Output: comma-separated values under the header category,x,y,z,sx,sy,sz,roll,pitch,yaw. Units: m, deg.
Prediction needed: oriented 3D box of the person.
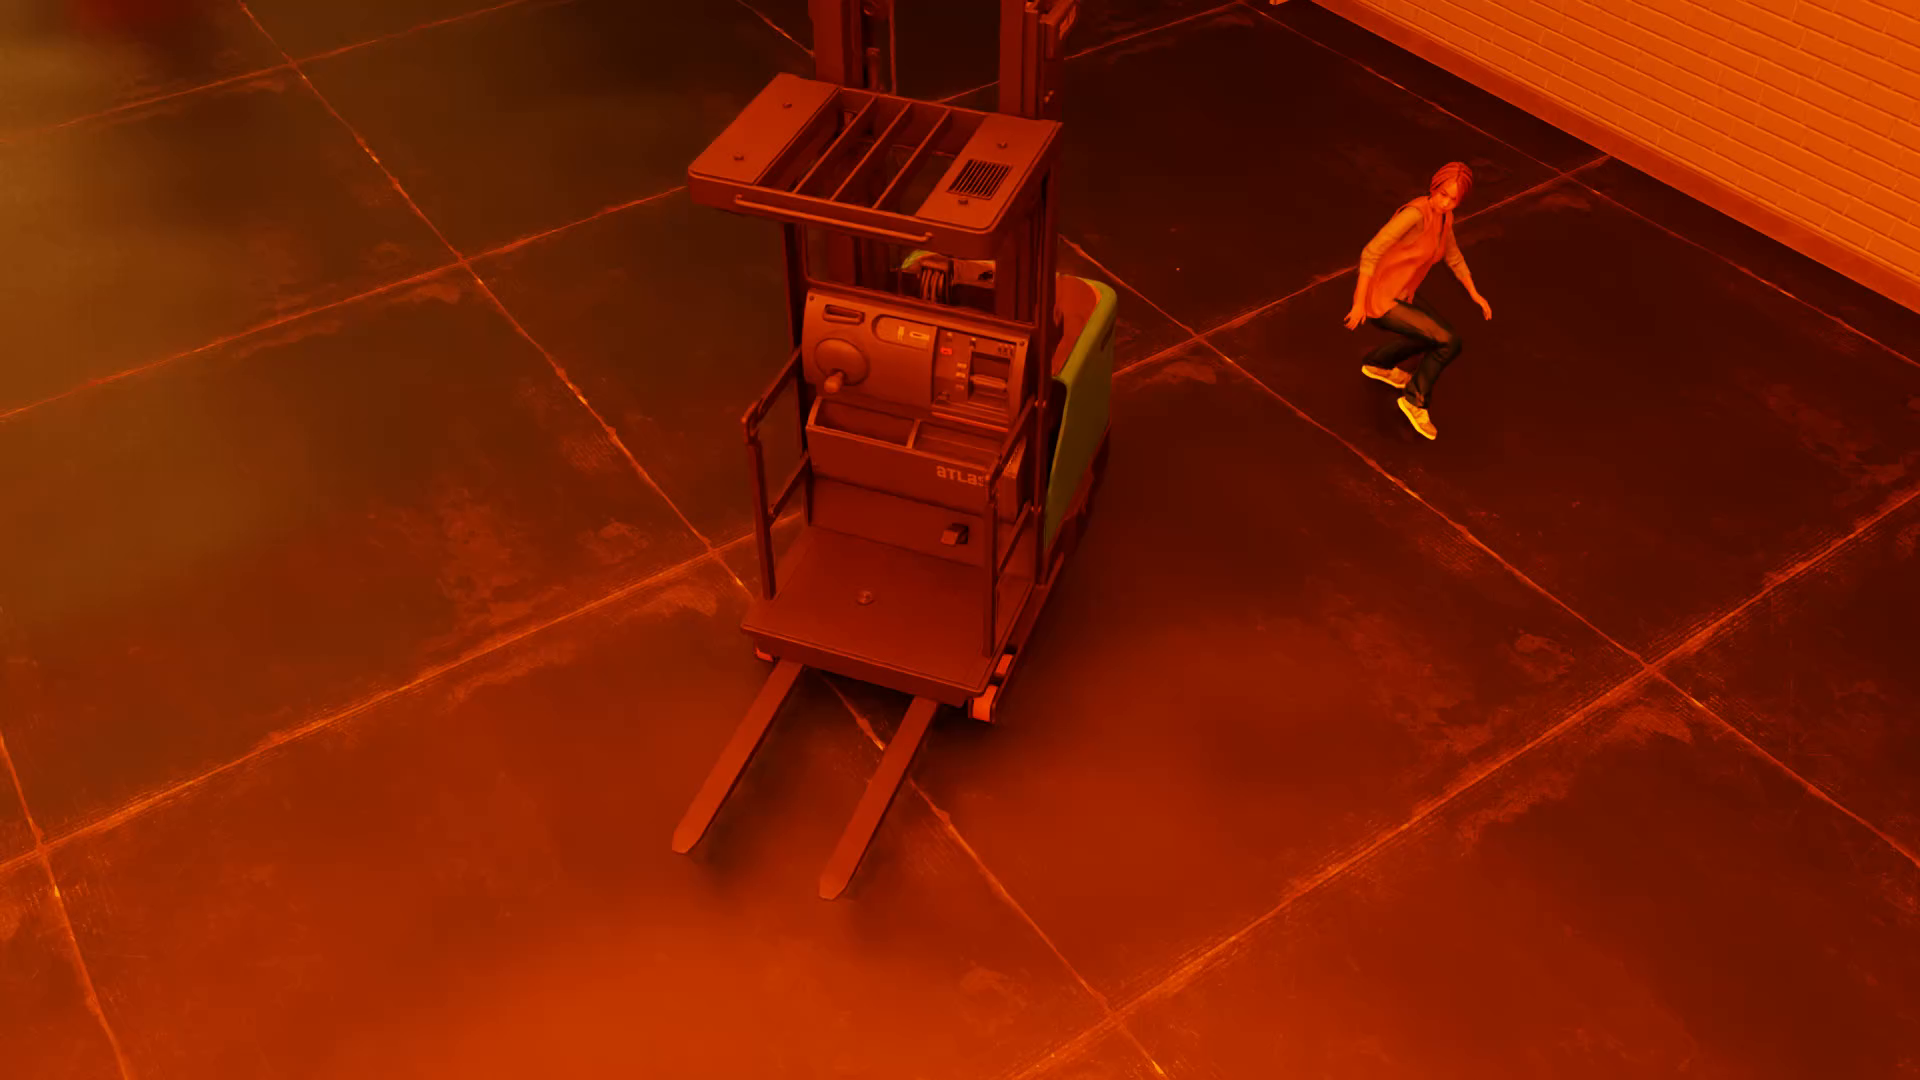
category,x,y,z,sx,sy,sz,roll,pitch,yaw
person,2.251,-1.173,8.099,0.641,1.356,0.649,20,46,20

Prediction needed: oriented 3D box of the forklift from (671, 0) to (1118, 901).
category,x,y,z,sx,sy,sz,roll,pitch,yaw
forklift,-0.255,-0.629,6.398,1.130,2.935,3.031,14,44,15
